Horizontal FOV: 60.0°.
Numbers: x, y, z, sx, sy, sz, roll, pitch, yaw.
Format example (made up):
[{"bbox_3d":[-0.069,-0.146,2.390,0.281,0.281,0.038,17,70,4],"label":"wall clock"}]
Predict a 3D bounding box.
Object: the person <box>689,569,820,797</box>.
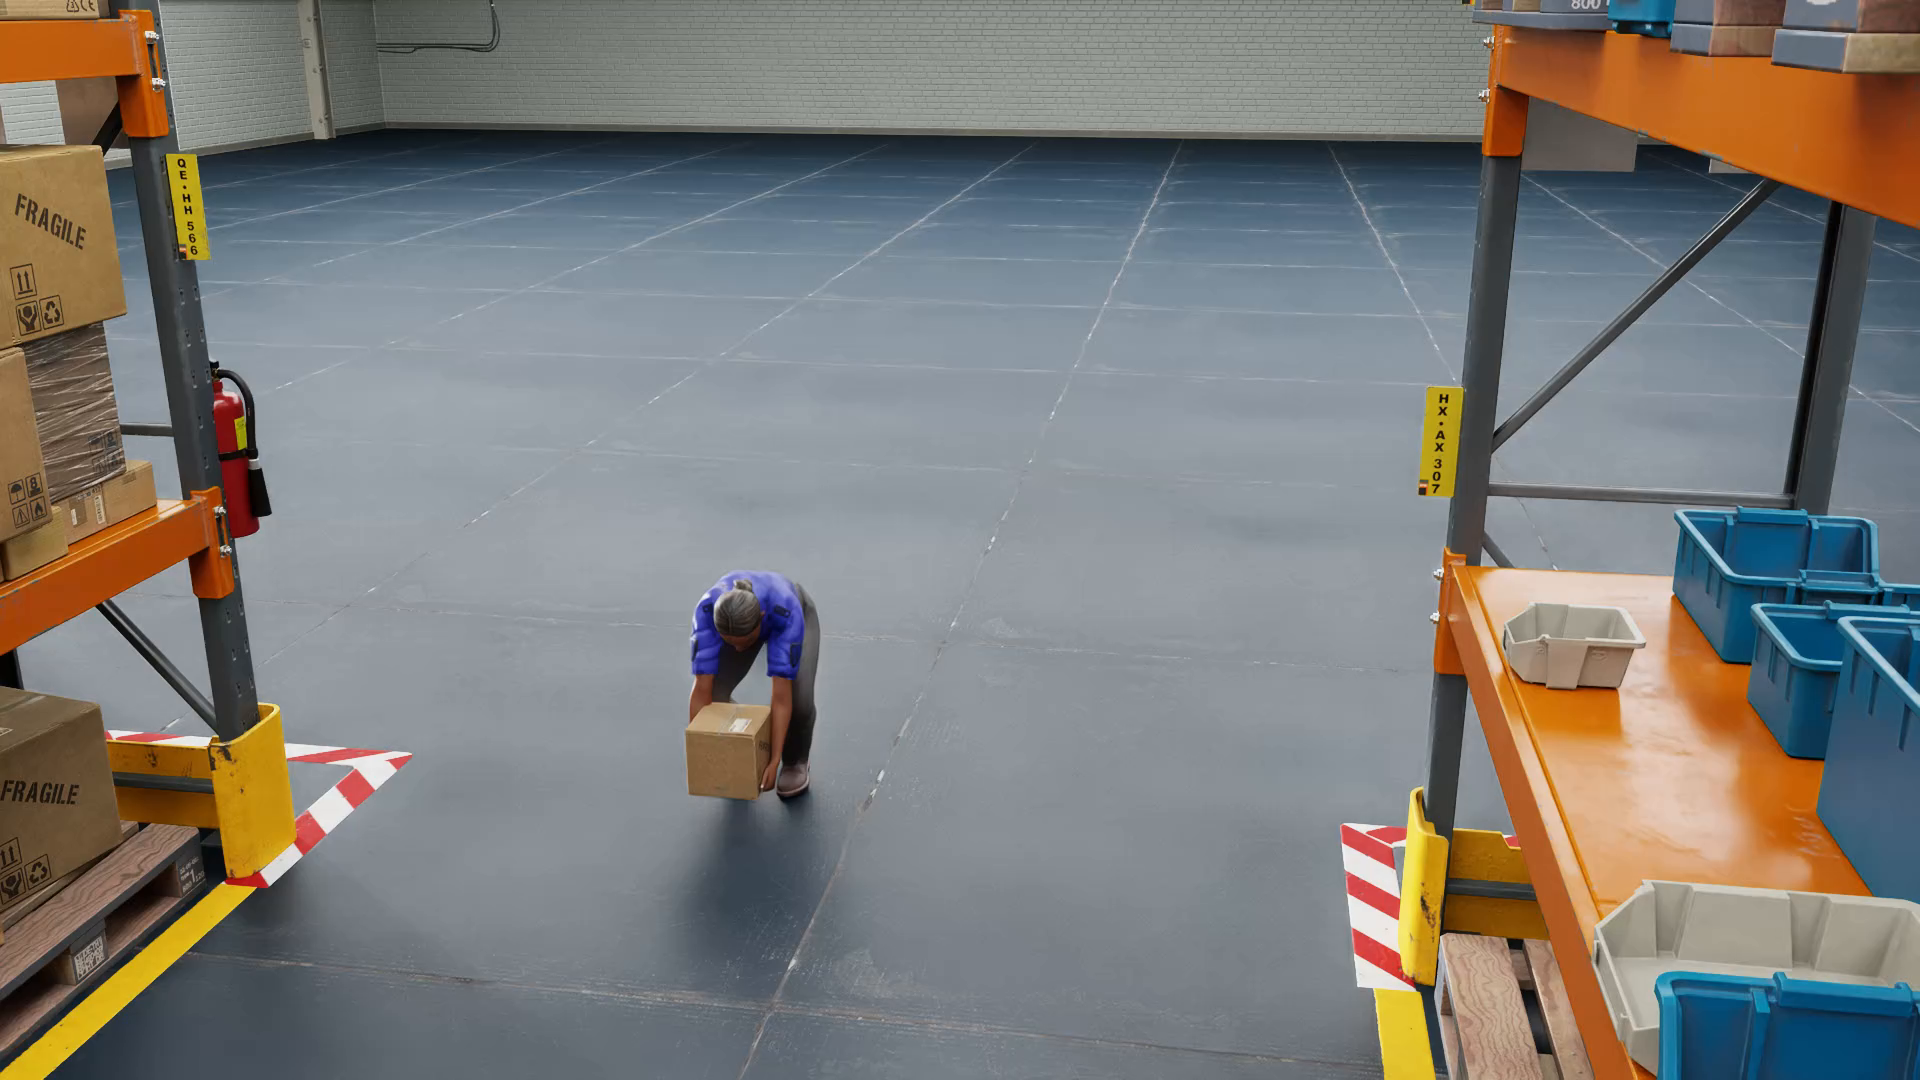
[{"bbox_3d":[-0.759,0.512,6.159,0.456,0.941,0.865,2,18,7],"label":"person"}]
